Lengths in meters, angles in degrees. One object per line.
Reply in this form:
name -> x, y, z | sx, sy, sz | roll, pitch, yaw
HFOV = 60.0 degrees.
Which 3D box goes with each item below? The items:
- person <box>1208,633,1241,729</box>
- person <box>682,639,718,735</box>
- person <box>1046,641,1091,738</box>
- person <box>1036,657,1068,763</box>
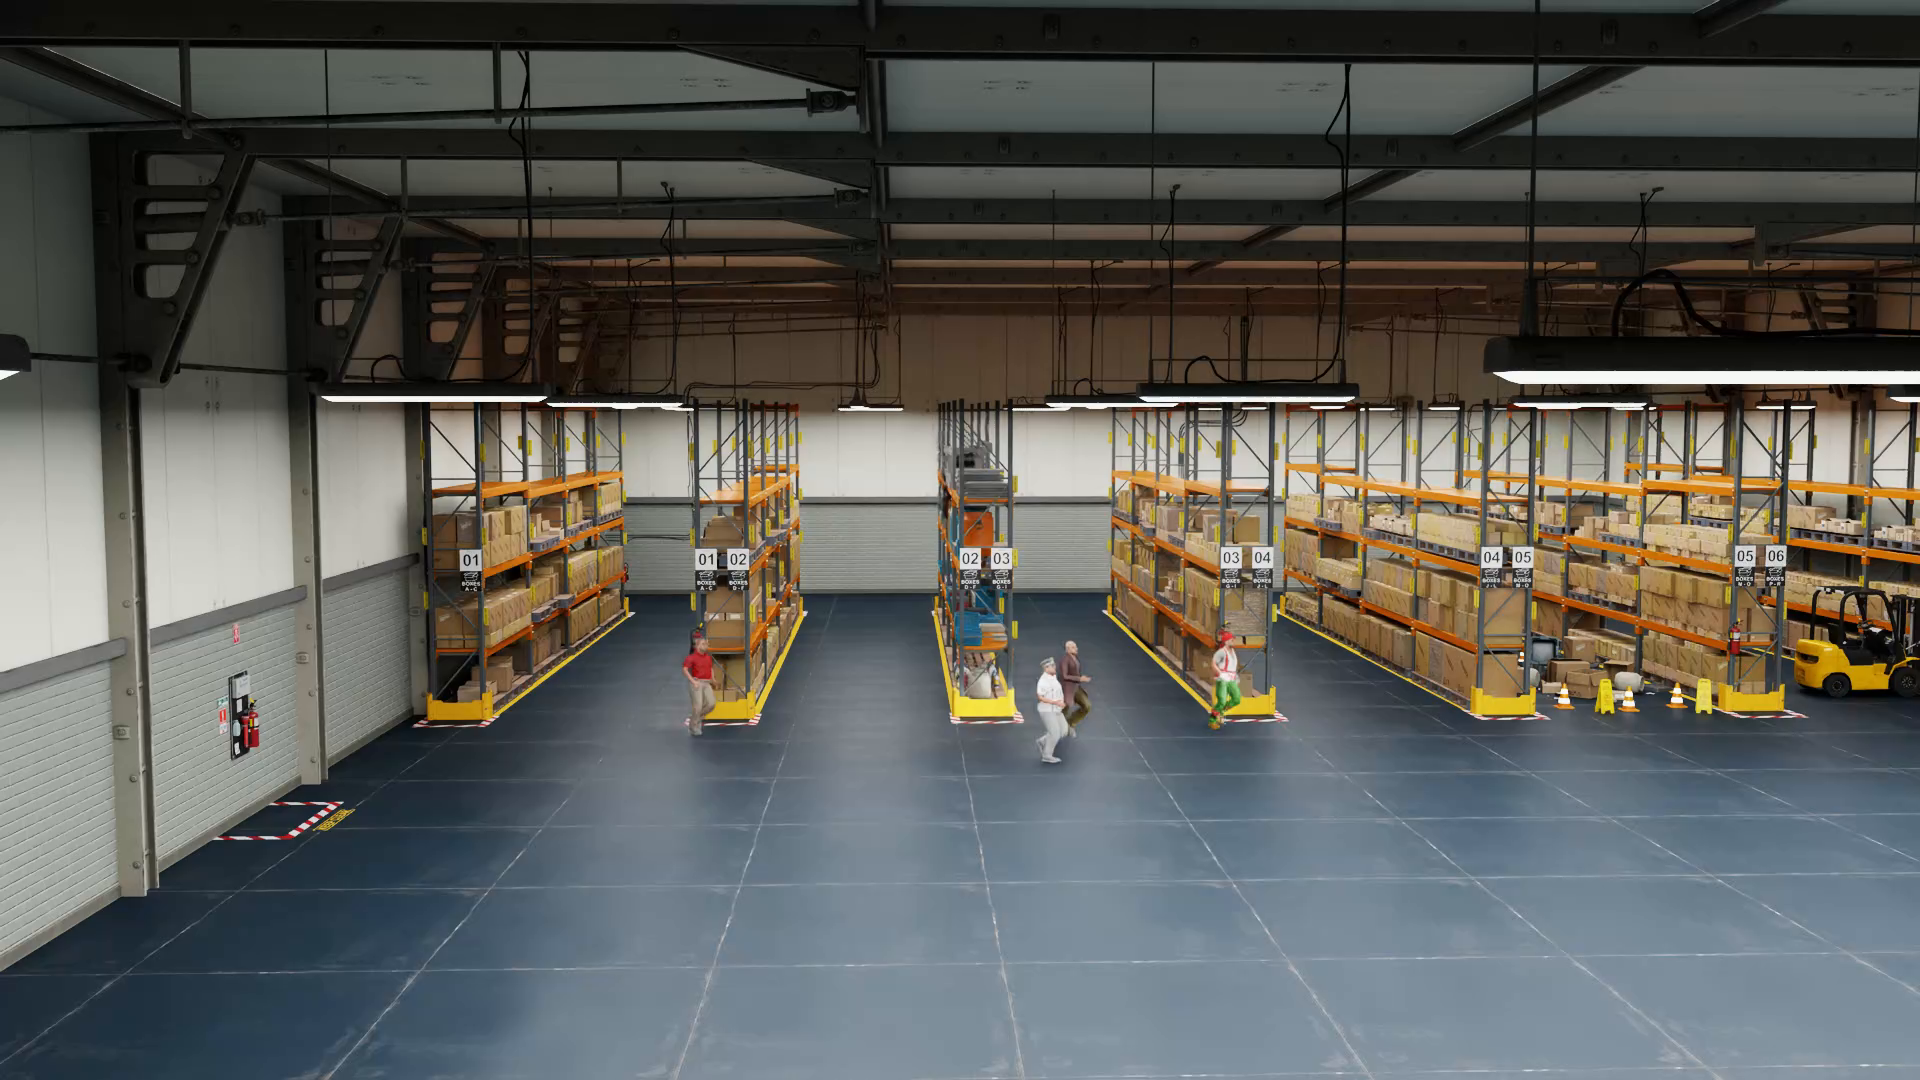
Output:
person -> 4.890, 2.561, 30.289 | 0.718, 1.713, 0.526 | -4, 6, -40
person -> -4.622, 2.632, 29.847 | 0.544, 1.672, 0.718 | 4, 6, 43
person -> 1.951, 2.622, 29.121 | 0.903, 1.736, 0.730 | 3, 6, 38
person -> 1.508, 2.779, 27.295 | 0.618, 1.733, 0.658 | 2, 5, 24
